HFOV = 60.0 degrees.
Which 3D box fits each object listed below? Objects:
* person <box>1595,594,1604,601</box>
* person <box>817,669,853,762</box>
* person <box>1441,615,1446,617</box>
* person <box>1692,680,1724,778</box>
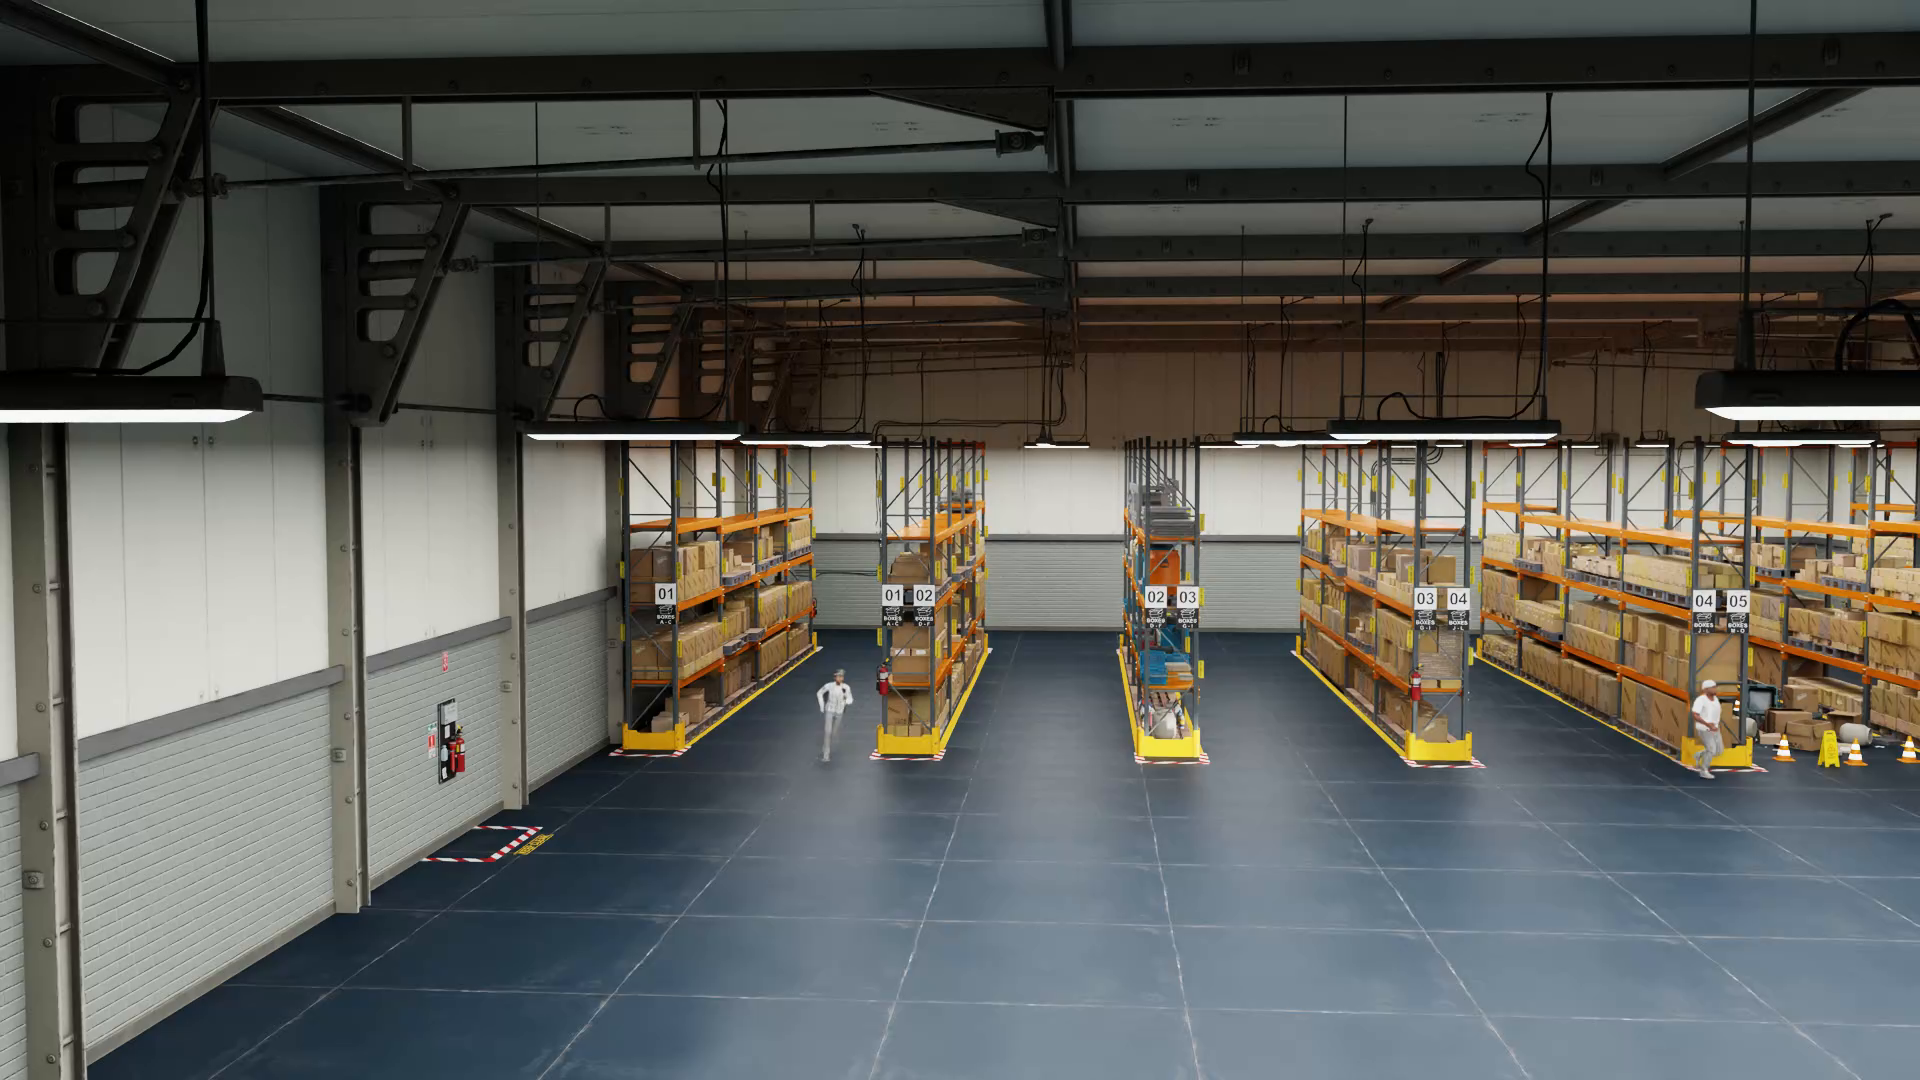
[{"bbox_3d":[18.210,2.371,47.393,0.606,1.663,0.608,0,3,8],"label":"person"},{"bbox_3d":[-2.327,3.231,31.079,0.647,1.662,0.890,-1,3,-14],"label":"person"},{"bbox_3d":[13.684,2.420,47.250,0.709,1.628,0.656,-2,4,-33],"label":"person"},{"bbox_3d":[13.098,3.301,29.134,0.746,1.718,0.612,-2,4,-34],"label":"person"}]
